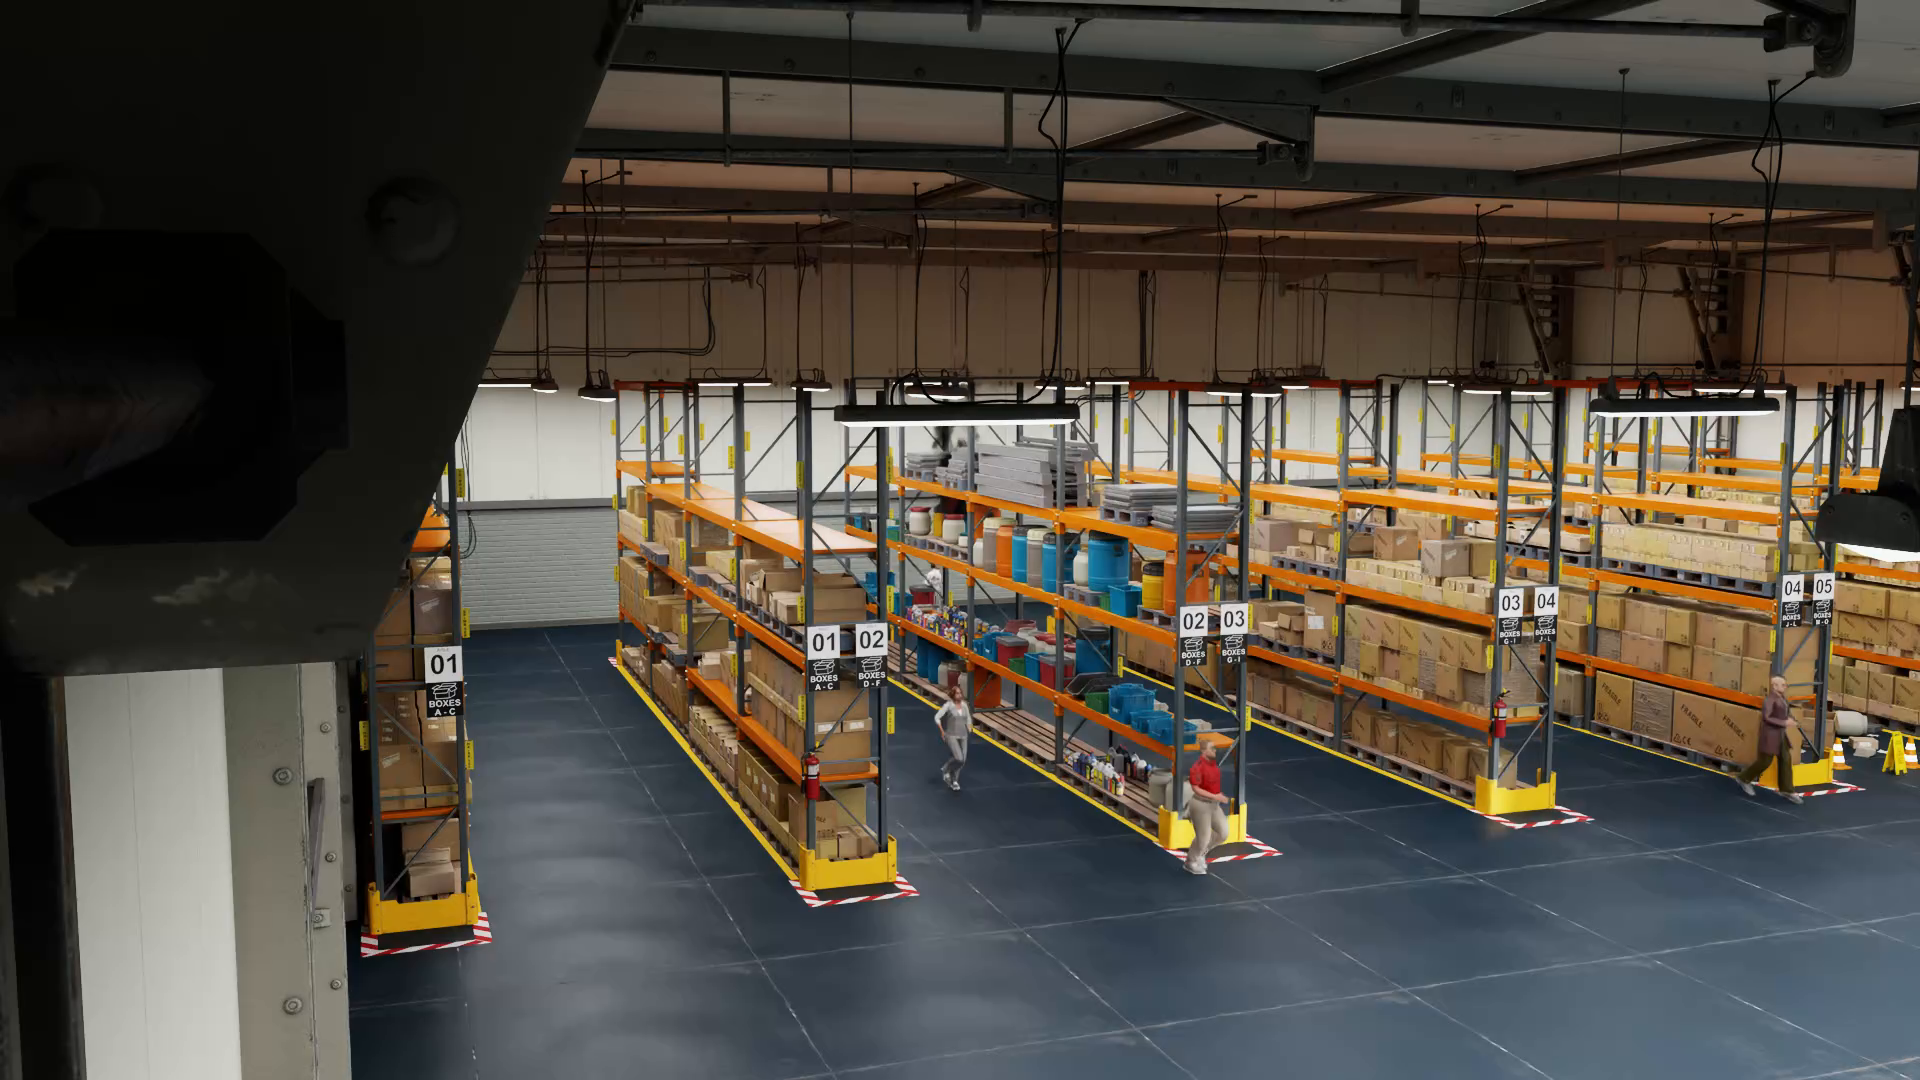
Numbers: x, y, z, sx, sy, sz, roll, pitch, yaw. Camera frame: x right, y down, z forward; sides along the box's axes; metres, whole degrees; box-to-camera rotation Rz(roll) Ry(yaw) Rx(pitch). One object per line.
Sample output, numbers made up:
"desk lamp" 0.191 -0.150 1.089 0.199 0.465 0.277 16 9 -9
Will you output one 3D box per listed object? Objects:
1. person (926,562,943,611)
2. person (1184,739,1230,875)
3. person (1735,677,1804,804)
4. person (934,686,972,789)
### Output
"person" -0.626 1.260 39.796 0.831 1.694 0.610 1 6 8
"person" 3.099 3.313 20.617 0.623 1.707 0.690 4 7 35
"person" 11.824 2.878 24.215 0.739 1.810 0.938 -5 8 -42
"person" -0.036 2.994 24.676 0.532 1.469 0.530 -4 7 -31
